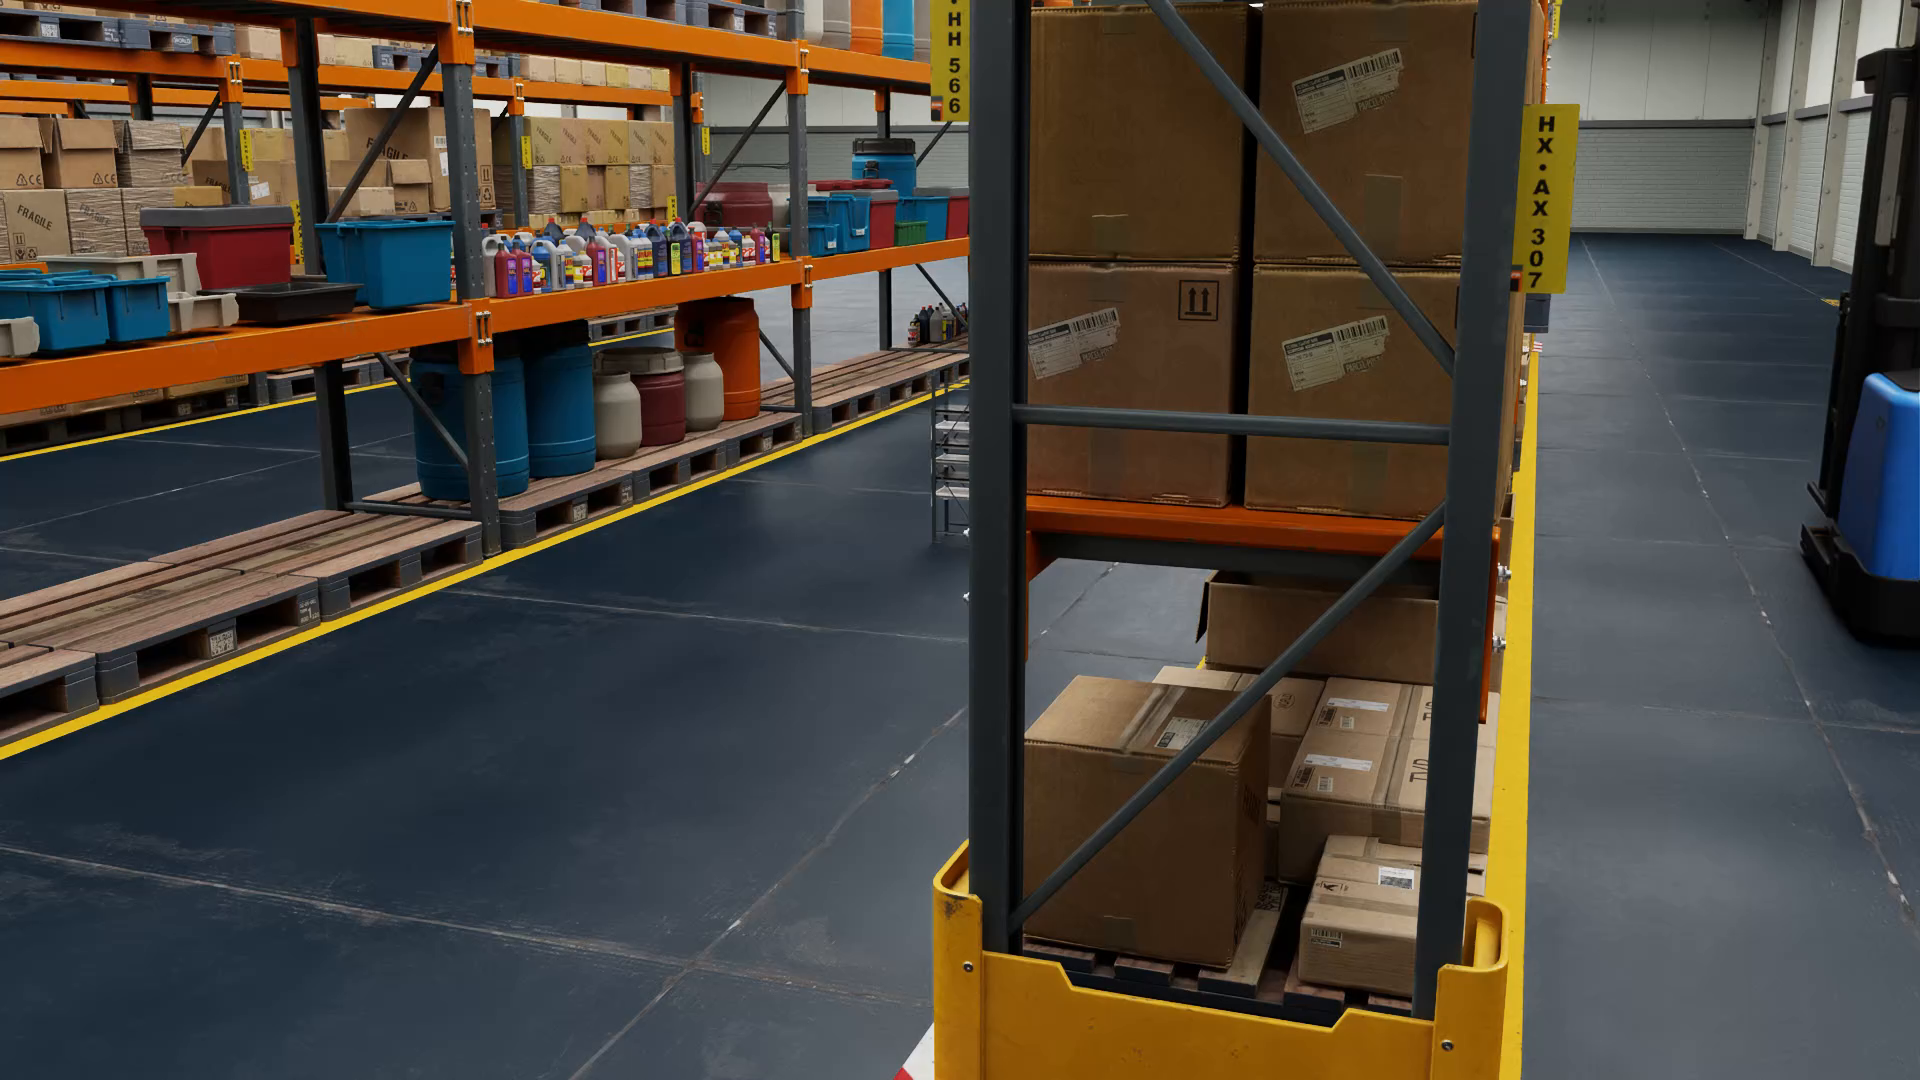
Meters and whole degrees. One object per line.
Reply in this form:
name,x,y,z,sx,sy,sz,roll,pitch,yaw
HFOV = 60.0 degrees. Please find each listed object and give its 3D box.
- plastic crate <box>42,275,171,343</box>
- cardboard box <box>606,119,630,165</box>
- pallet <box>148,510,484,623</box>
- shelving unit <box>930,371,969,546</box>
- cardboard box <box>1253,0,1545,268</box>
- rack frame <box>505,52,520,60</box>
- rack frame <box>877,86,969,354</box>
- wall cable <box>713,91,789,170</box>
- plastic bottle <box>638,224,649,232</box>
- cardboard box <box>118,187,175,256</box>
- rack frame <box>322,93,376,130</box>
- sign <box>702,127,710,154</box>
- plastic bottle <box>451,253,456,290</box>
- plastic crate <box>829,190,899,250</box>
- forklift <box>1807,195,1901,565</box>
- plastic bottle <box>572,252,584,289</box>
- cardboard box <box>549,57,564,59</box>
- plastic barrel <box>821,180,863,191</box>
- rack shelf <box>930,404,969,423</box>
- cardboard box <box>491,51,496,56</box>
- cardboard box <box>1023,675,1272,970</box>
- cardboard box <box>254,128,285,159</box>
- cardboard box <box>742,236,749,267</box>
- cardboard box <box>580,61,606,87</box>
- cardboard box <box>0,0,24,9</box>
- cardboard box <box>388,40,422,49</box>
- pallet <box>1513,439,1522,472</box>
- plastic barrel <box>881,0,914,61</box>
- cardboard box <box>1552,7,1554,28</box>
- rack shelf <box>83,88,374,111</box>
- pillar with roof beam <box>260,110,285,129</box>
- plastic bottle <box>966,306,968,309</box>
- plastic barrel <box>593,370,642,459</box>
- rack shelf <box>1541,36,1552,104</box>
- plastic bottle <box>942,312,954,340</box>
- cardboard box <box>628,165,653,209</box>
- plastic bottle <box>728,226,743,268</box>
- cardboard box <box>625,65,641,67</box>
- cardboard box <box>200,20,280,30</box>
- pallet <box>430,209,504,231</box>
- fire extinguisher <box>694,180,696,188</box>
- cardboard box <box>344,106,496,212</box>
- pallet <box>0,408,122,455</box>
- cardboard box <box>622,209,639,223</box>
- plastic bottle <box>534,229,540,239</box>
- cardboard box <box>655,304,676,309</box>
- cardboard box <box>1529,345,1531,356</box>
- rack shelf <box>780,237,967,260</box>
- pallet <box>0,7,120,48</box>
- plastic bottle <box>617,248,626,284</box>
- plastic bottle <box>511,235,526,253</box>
plastic crate,-3.262,-0.889,6.382,0.416,0.233,0.300,4,14,18
cardboard box,-4.120,-4.530,18.954,0.500,0.500,0.500,4,14,18
pallet,-3.083,0.103,8.064,1.003,0.211,1.213,4,14,18
shelving unit,-0.003,-0.437,8.880,0.258,0.900,0.210,4,14,18
cardboard box,0.903,-0.826,3.392,0.500,0.500,0.500,5,14,20
rack frame,-4.980,-6.380,16.719,1.000,3.000,0.127,4,14,18
rack frame,-0.294,-3.099,15.824,1.000,3.000,0.127,4,14,18
wall cable,-6.928,-13.539,55.060,3.097,2.526,0.112,4,14,18
plastic bottle,-2.183,-2.031,11.424,0.152,0.276,0.135,4,14,18
cardboard box,-6.366,-2.436,12.694,0.500,0.500,0.500,4,14,18
rack frame,-8.346,-4.676,22.735,1.000,3.000,0.127,4,14,18
sign,-3.167,-4.972,20.719,0.100,0.325,0.005,4,14,18
plastic bottle,-2.818,-1.496,9.247,0.097,0.201,0.097,0,13,0
plastic crate,-0.775,-2.606,13.521,0.402,0.464,0.583,4,14,18
forklift,6.099,-1.345,8.292,3.258,2.935,4.769,5,14,20
plastic bottle,-2.158,-1.508,9.299,0.097,0.201,0.097,0,13,0
cardboard box,-4.453,-5.202,17.740,0.380,0.149,0.250,4,14,19
plastic barrel,-1.048,-2.825,14.319,0.433,0.535,0.433,0,13,0
rack shelf,-0.003,-0.668,8.828,0.258,0.077,0.200,4,14,18
cardboard box,-4.976,-5.178,17.634,0.380,0.149,0.250,5,14,19
cardboard box,0.452,0.657,3.997,0.500,0.500,0.500,4,14,18
cardboard box,-8.952,-4.849,20.727,0.875,0.550,0.500,4,14,18
cardboard box,1.491,-1.619,12.236,5.055,1.291,3.820,5,14,20
cardboard box,-4.255,-5.137,18.349,0.500,0.250,0.500,4,13,16
cardboard box,-6.915,-3.899,11.414,0.797,0.503,0.637,4,14,18
cardboard box,-5.530,-4.883,15.723,0.797,0.503,0.637,5,14,21
pallet,3.401,-0.710,11.626,1.003,0.211,1.213,4,14,18
plastic barrel,-0.676,-4.408,13.691,0.600,0.901,0.708,4,14,18
cardboard box,4.805,-4.613,14.233,0.500,0.500,0.500,6,14,23
rack shelf,-8.994,-5.367,20.636,1.077,0.370,4.000,4,14,18
pillar with roof beam,-10.883,-10.428,34.451,9.100,9.000,0.400,4,14,18
plastic bottle,0.119,-2.466,18.195,0.097,0.271,0.097,0,13,0
plastic barrel,-2.194,-0.781,10.317,0.421,0.512,0.421,0,13,0
rack shelf,3.745,-3.432,12.160,1.077,0.370,4.000,4,14,18
plastic bottle,-0.148,-2.177,16.917,0.152,0.276,0.135,4,14,18
cardboard box,-4.141,-4.162,19.587,0.875,0.500,0.500,4,14,18
plastic bottle,-1.507,-1.966,11.148,0.097,0.271,0.097,0,13,0
cardboard box,-3.908,-5.527,19.163,0.380,0.149,0.250,4,13,16
cardboard box,-5.879,-4.449,13.649,0.500,0.500,0.500,4,14,19
pallet,-5.365,-3.212,16.749,1.003,0.211,1.213,4,14,18
fire extinguisher,-3.213,-4.251,21.046,0.296,0.674,0.183,4,14,18
cardboard box,-5.370,-3.796,16.585,1.000,1.000,1.000,4,14,19
pallet,-6.997,-0.837,12.182,1.003,0.211,1.213,4,14,18
cardboard box,-3.969,-3.777,19.360,0.380,0.149,0.250,4,14,18
plastic bottle,-2.629,-1.776,10.291,0.061,0.283,0.133,4,14,18
cardboard box,-3.904,-3.154,20.737,0.500,0.500,0.500,7,15,29
cardboard box,4.829,-1.682,14.850,0.500,0.250,0.500,4,14,18
rack shelf,-0.941,-2.457,14.030,0.919,0.052,3.809,4,14,18
pallet,-6.792,-3.609,11.741,1.003,0.211,1.213,5,14,21
plastic bottle,-2.009,-1.605,9.726,0.097,0.201,0.097,0,13,0
plastic bottle,-2.611,-1.664,9.829,0.097,0.271,0.097,0,13,0
